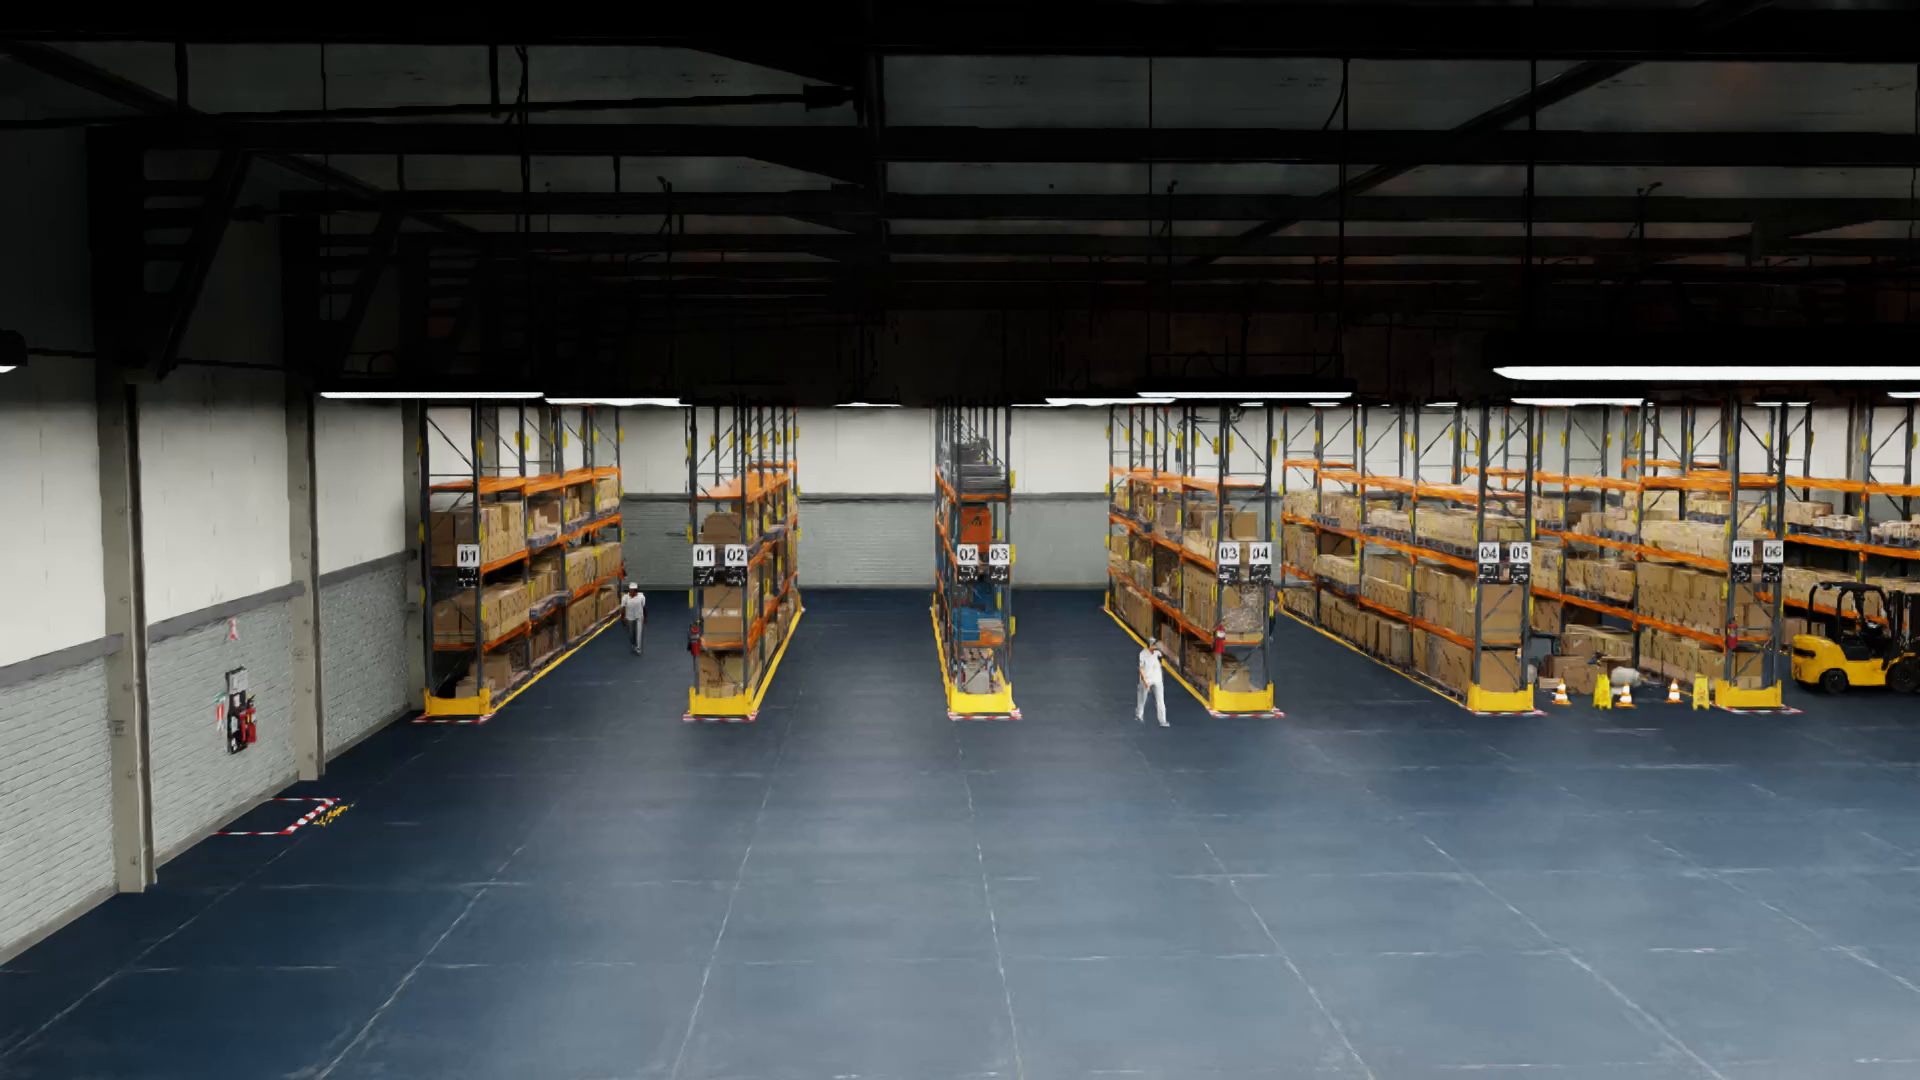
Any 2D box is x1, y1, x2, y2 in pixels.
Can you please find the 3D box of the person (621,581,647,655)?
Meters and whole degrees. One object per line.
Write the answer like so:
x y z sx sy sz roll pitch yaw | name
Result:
-7.631 1.803 38.877 0.582 1.686 1.113 0 5 -4 | person

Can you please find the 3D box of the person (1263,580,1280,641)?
7.599 1.732 41.006 0.551 1.537 0.519 0 5 -4 | person

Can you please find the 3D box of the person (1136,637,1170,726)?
3.454 2.543 30.114 0.491 1.598 1.000 -1 5 -11 | person
